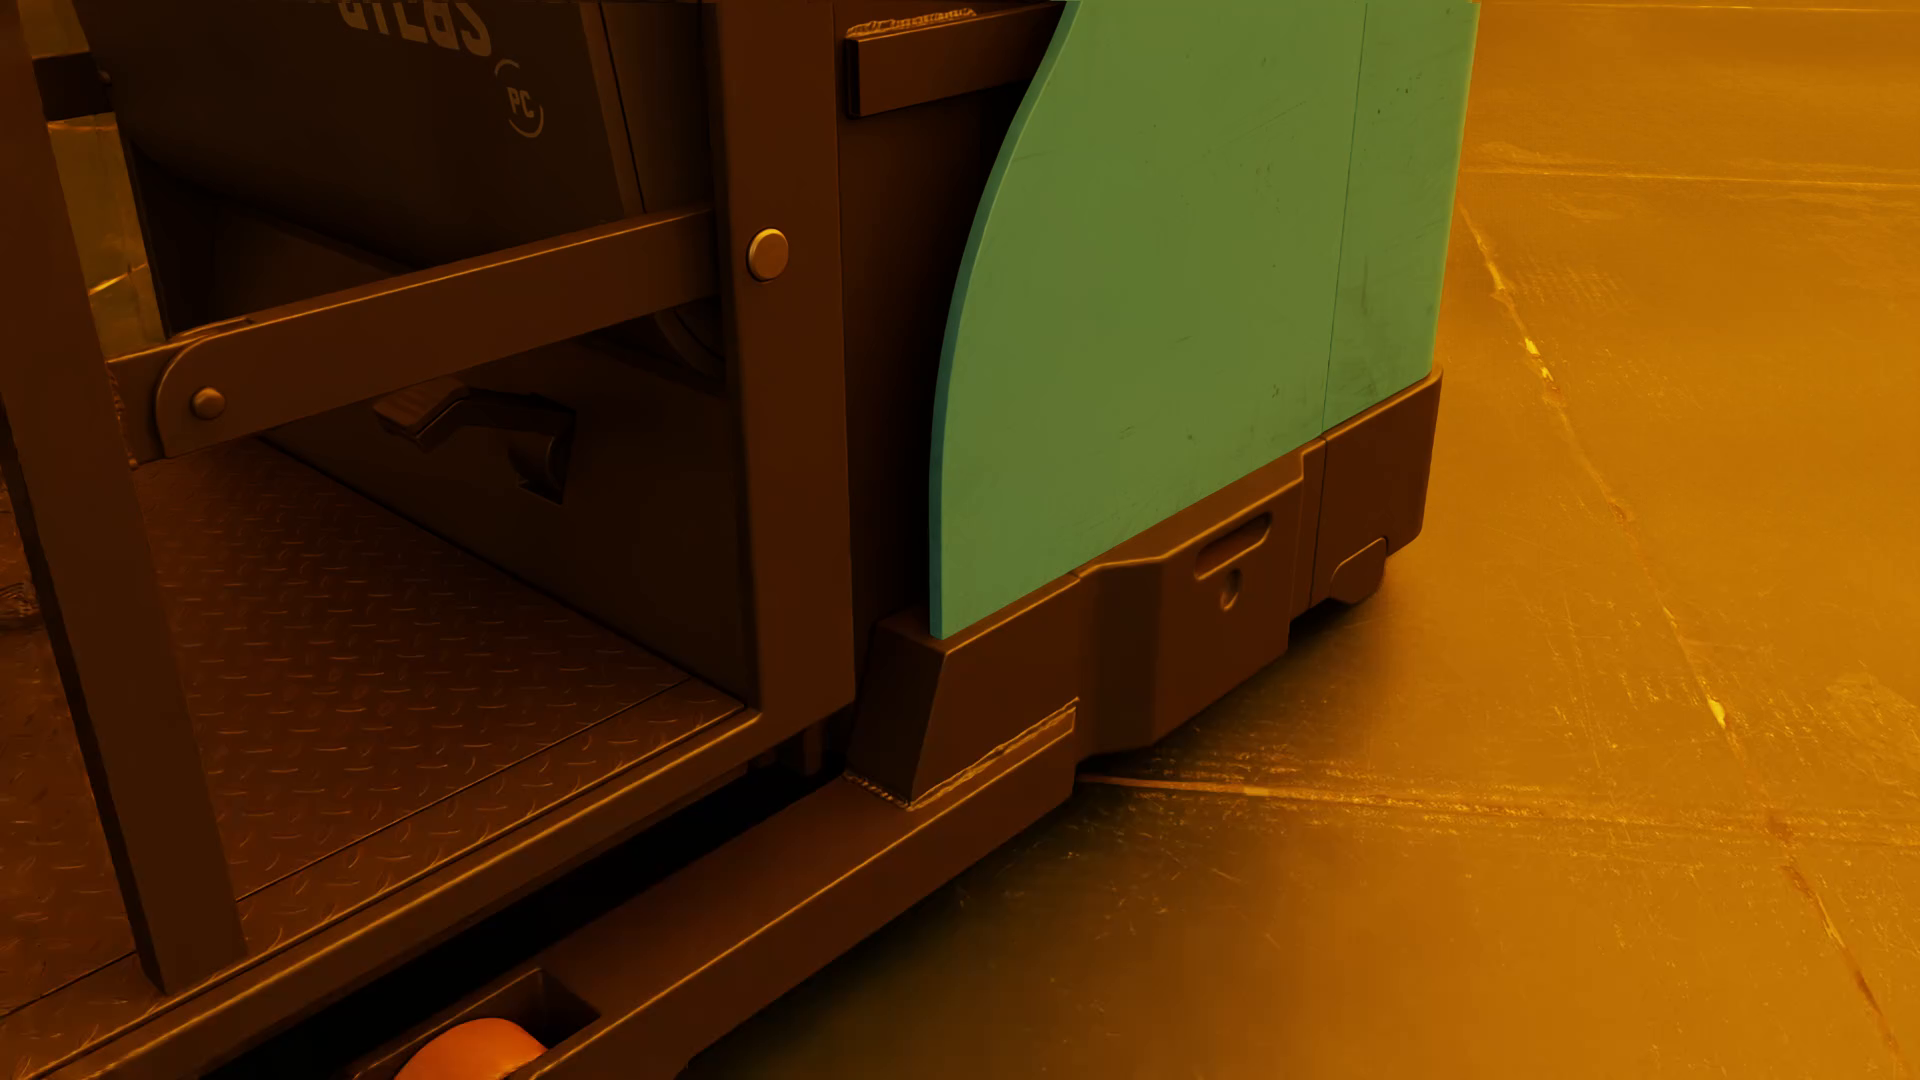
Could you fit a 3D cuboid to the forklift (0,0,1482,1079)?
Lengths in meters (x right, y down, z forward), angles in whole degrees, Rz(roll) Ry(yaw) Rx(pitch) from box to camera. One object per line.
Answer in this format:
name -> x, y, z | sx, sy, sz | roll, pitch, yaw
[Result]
forklift -> -0.701, -0.939, 1.099 | 1.130, 2.935, 3.031 | 22, 34, 37
